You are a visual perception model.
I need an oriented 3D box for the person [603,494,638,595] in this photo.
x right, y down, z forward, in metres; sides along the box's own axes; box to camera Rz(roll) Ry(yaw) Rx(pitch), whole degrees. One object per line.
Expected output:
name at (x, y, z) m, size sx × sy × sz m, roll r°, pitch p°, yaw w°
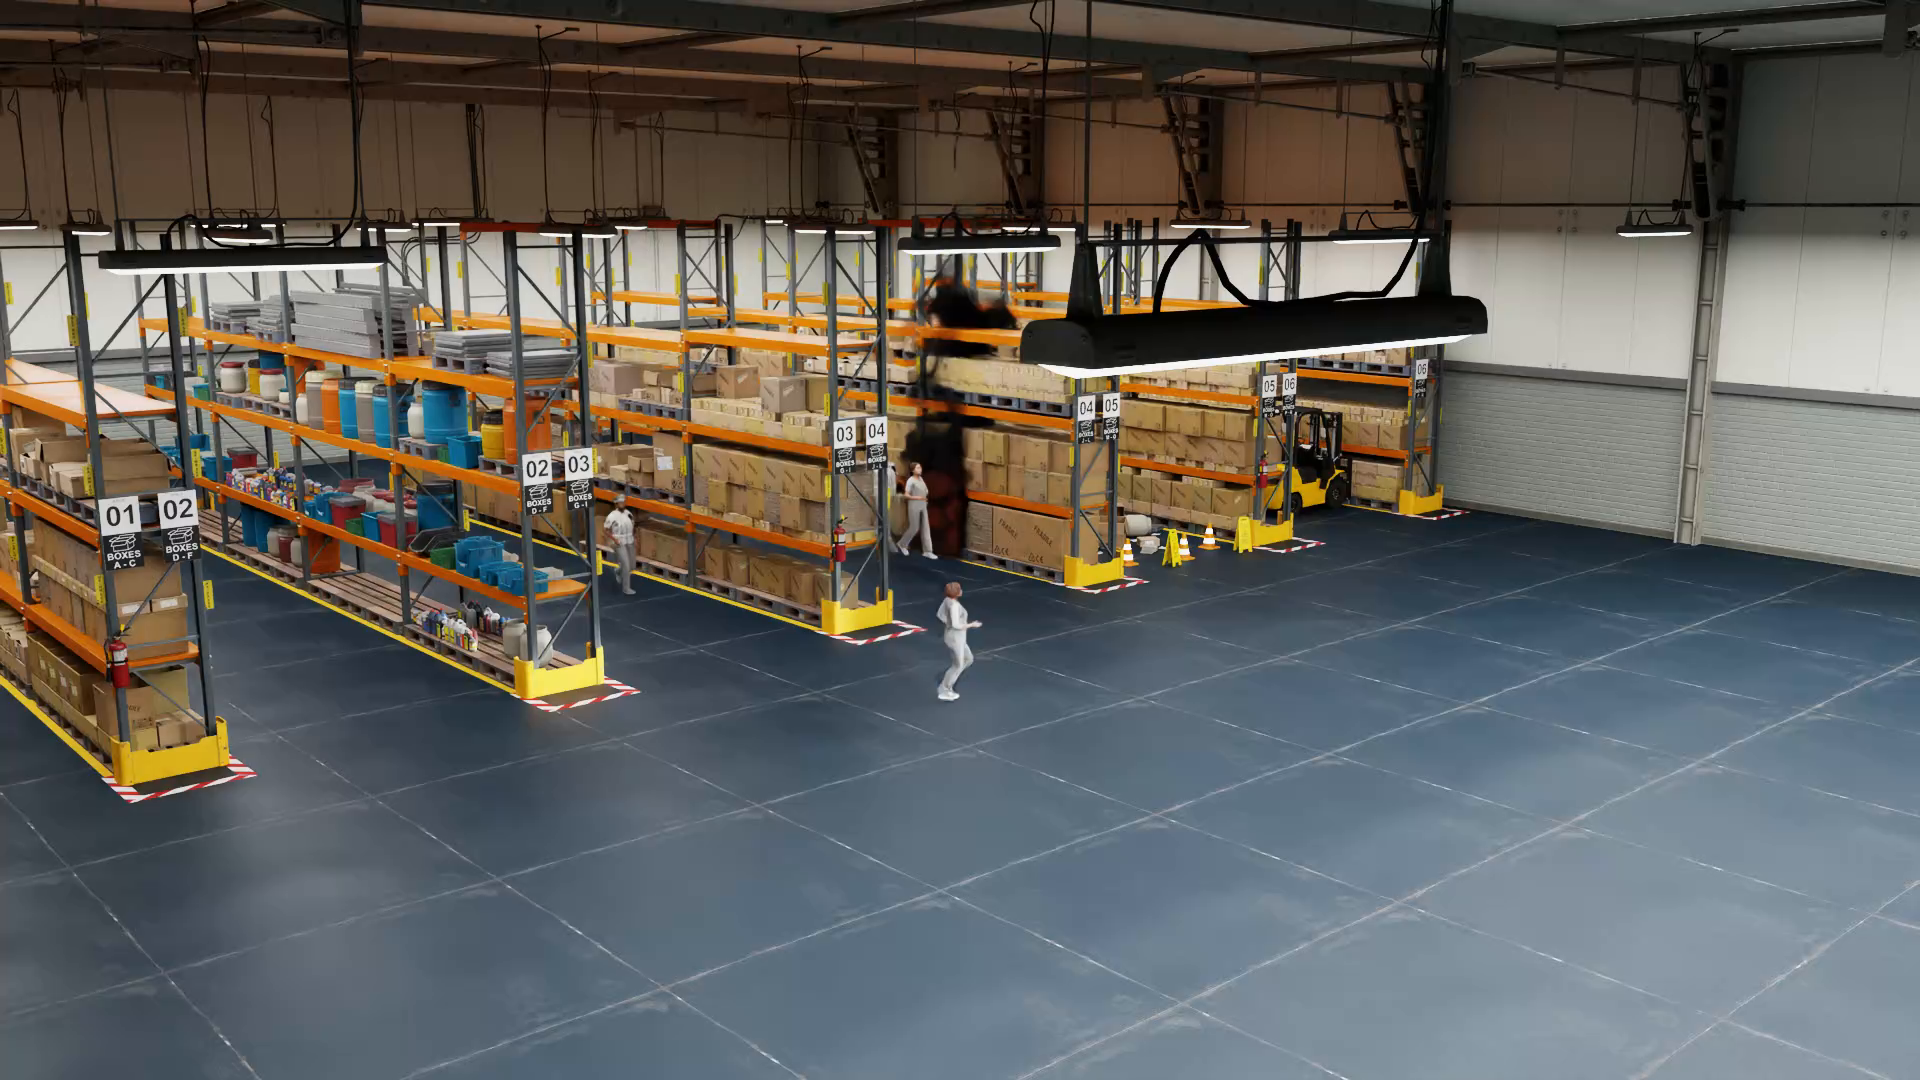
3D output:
person at (-5.587, 0.051, 27.425) m, size 0.658 × 1.654 × 0.579 m, roll 11°, pitch 16°, yaw 43°

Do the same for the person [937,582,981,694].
person at (-0.016, 1.258, 21.446) m, size 0.570 × 1.470 × 0.485 m, roll -2°, pitch 12°, yaw -7°

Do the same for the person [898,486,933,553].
person at (-0.764, -0.370, 28.780) m, size 0.698 × 1.173 × 0.341 m, roll 9°, pitch 15°, yaw 38°

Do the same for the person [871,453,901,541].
person at (-4.302, -0.160, 26.923) m, size 1.726 × 1.847 × 8.737 m, roll 9°, pitch 15°, yaw 39°
